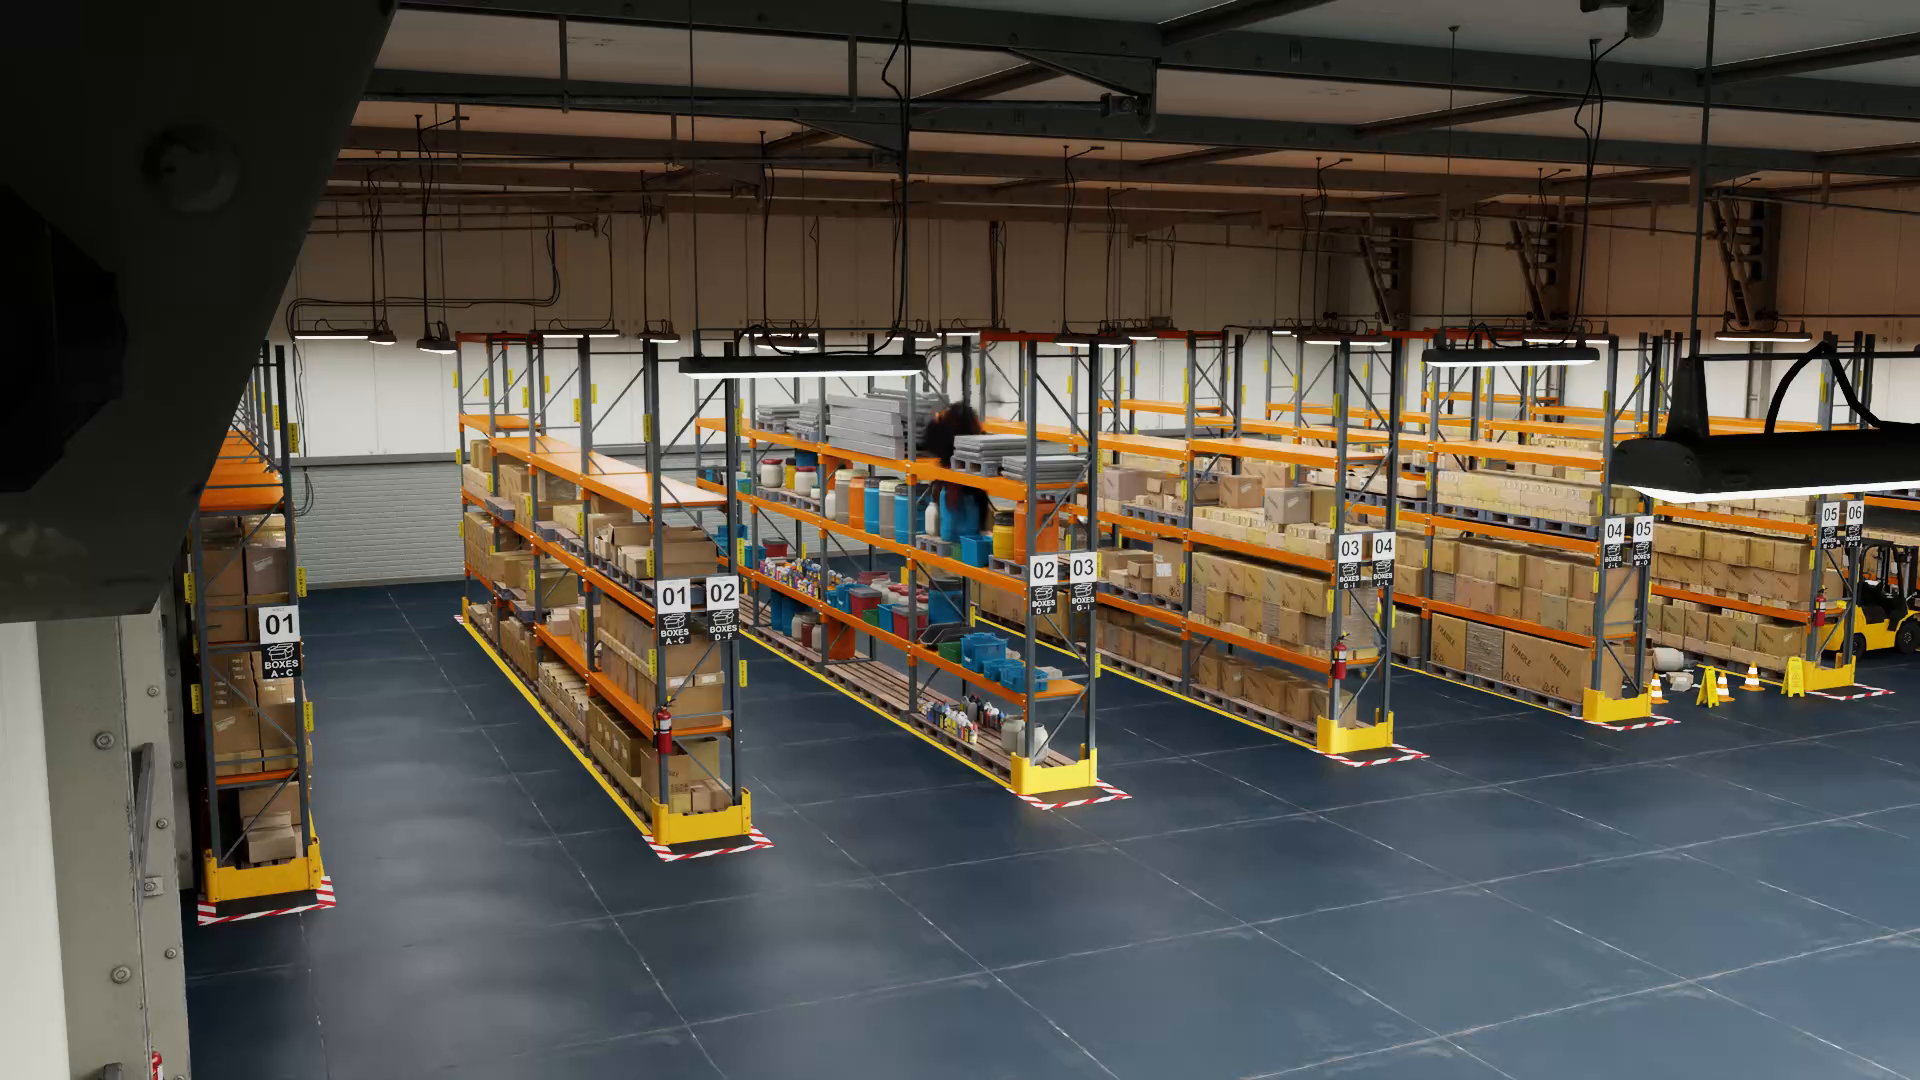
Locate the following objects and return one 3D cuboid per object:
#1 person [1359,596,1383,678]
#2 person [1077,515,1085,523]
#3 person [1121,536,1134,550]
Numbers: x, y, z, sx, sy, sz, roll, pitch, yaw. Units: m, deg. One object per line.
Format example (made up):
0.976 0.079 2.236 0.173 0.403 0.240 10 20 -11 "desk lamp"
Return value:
7.181 1.561 29.096 0.733 1.724 0.597 -3 8 -19 "person"
2.916 -0.084 41.516 0.845 1.684 0.646 -5 9 -33 "person"
4.182 -0.141 42.188 0.759 1.635 0.752 3 8 23 "person"
